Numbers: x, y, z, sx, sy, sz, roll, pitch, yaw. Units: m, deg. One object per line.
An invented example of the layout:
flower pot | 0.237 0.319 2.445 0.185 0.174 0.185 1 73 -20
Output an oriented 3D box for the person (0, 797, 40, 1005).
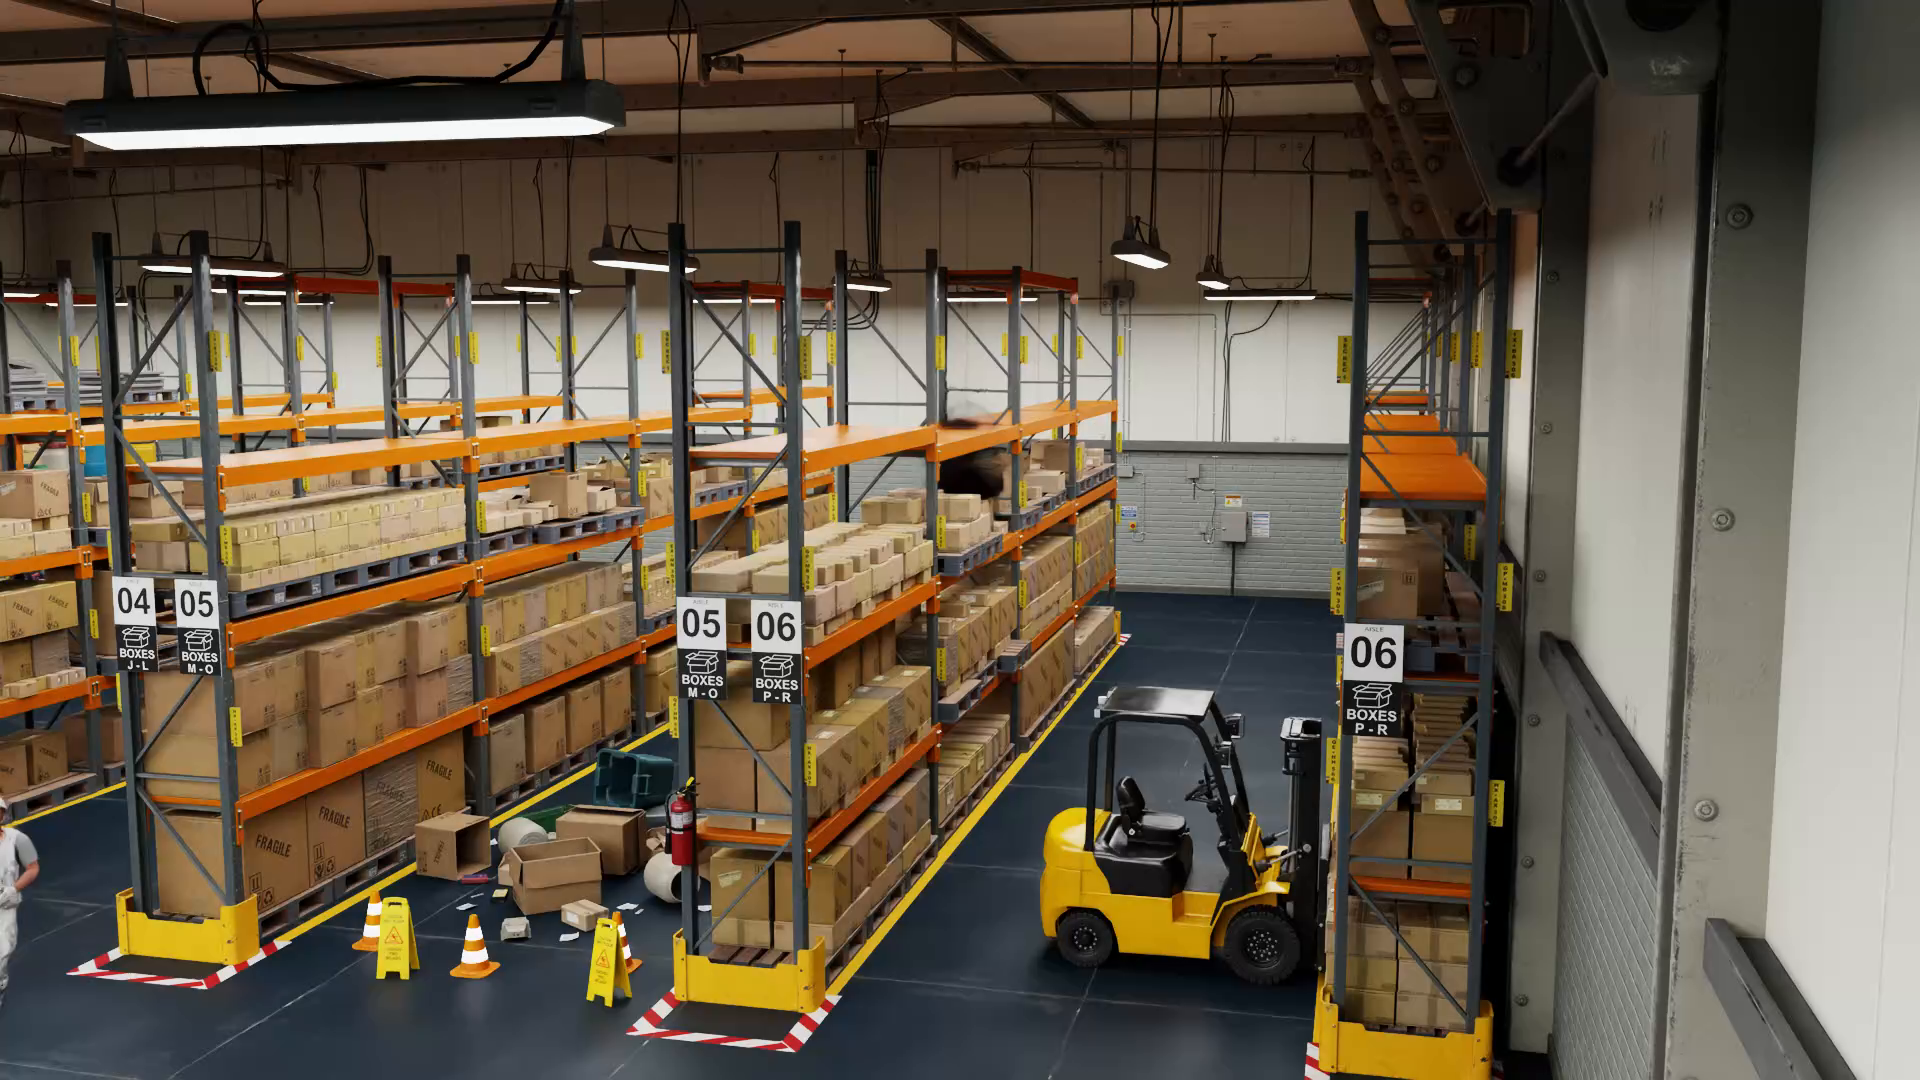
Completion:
person | -7.370 2.784 12.627 0.706 1.722 0.564 -4 8 -30
